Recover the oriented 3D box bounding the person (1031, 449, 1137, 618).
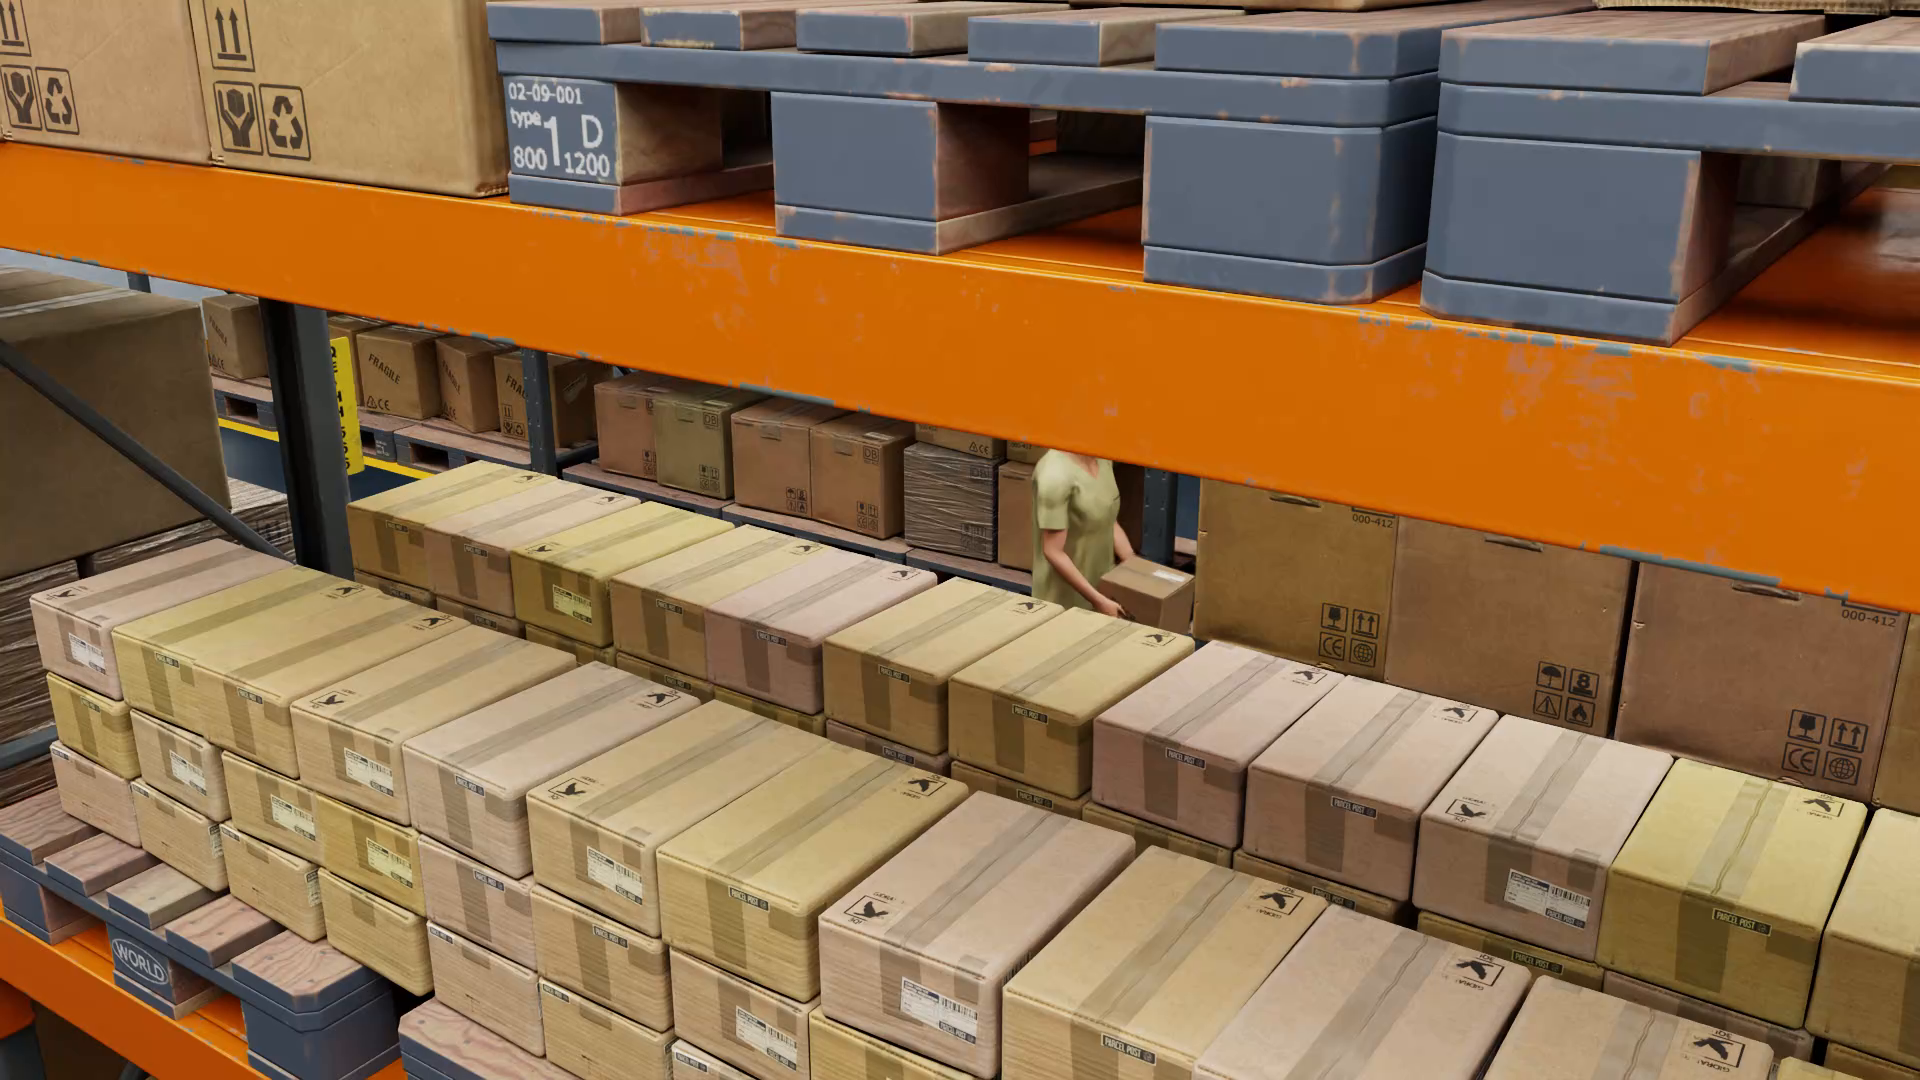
[{"bbox_3d":[0.460,0.235,5.921,0.452,1.675,0.466,13,23,31],"label":"person"}]
